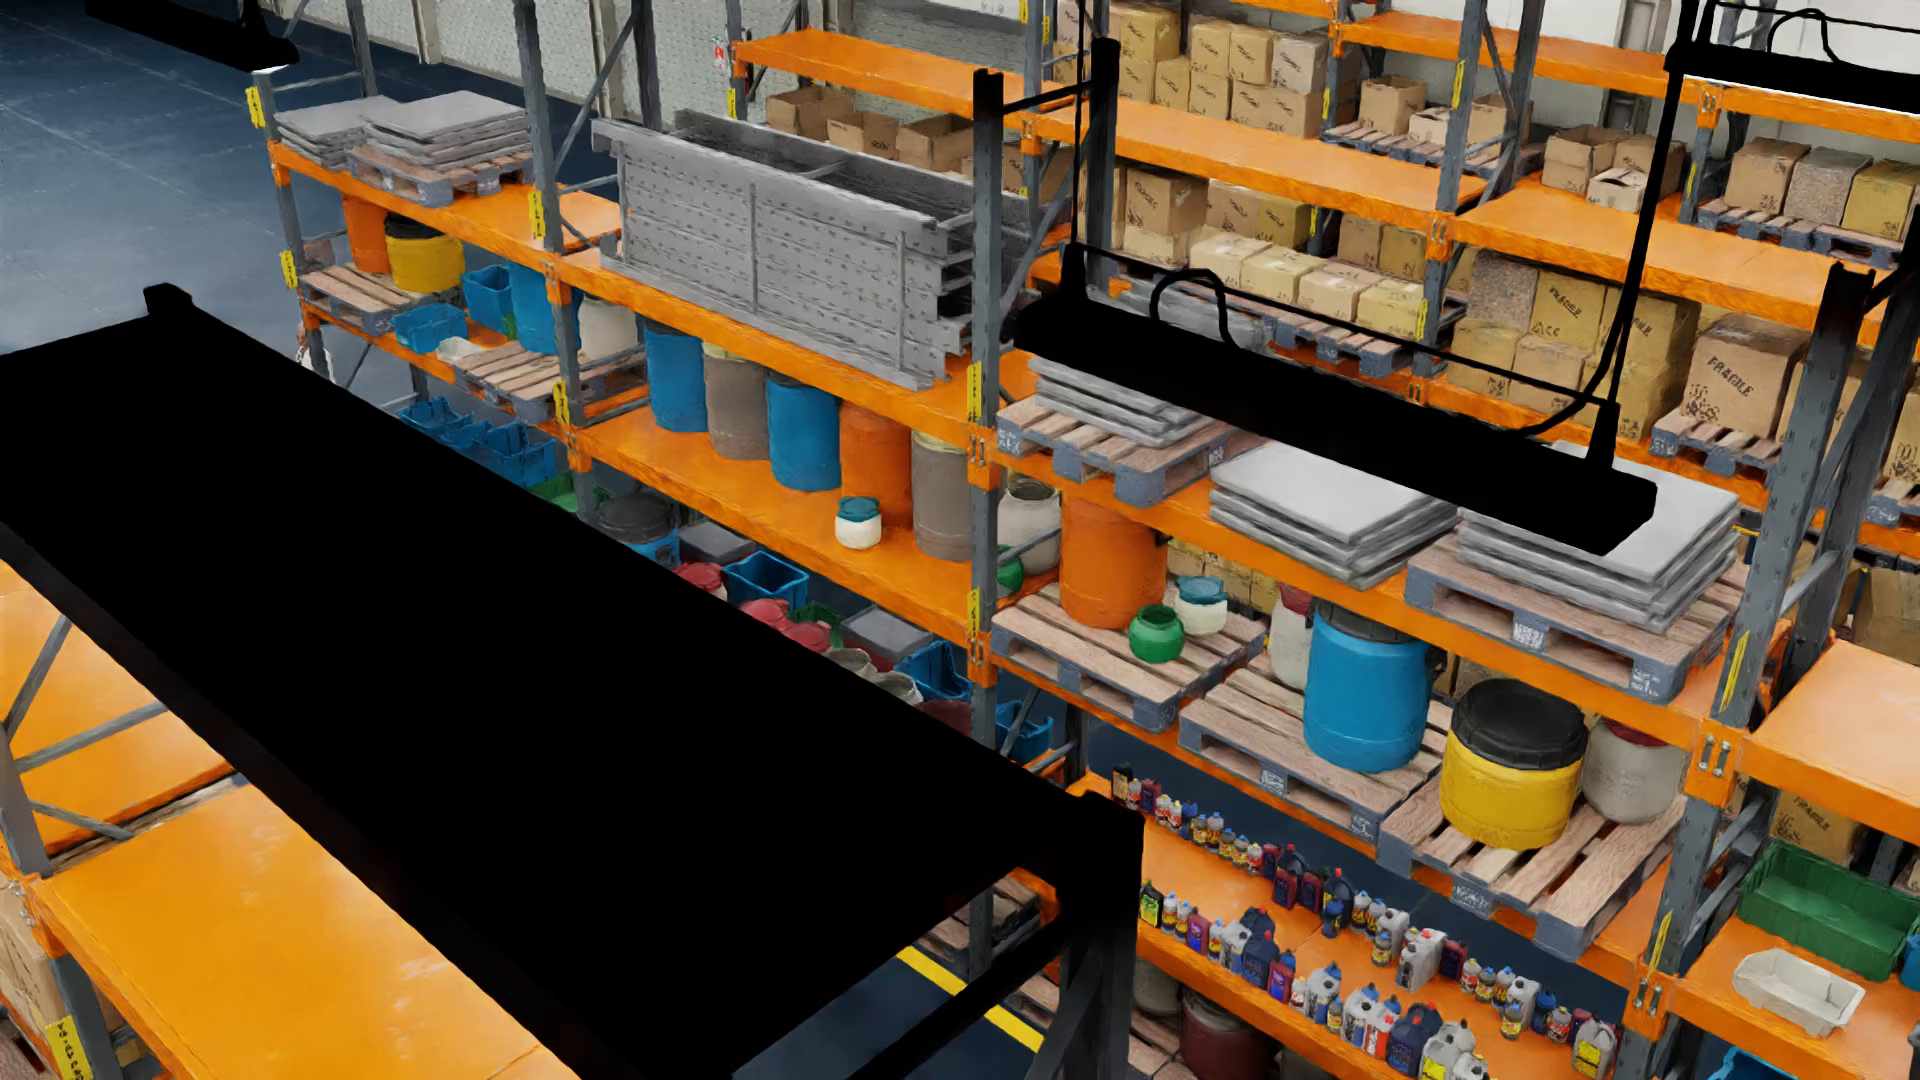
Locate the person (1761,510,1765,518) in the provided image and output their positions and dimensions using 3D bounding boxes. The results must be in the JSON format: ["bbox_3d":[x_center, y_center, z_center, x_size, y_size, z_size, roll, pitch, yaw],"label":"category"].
[{"bbox_3d":[7.520,-0.338,15.098,0.572,1.726,0.676,23,37,35],"label":"person"}]

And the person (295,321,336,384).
[{"bbox_3d":[-6.474,-1.406,16.913,0.543,1.778,0.695,-19,34,-30],"label":"person"}]
